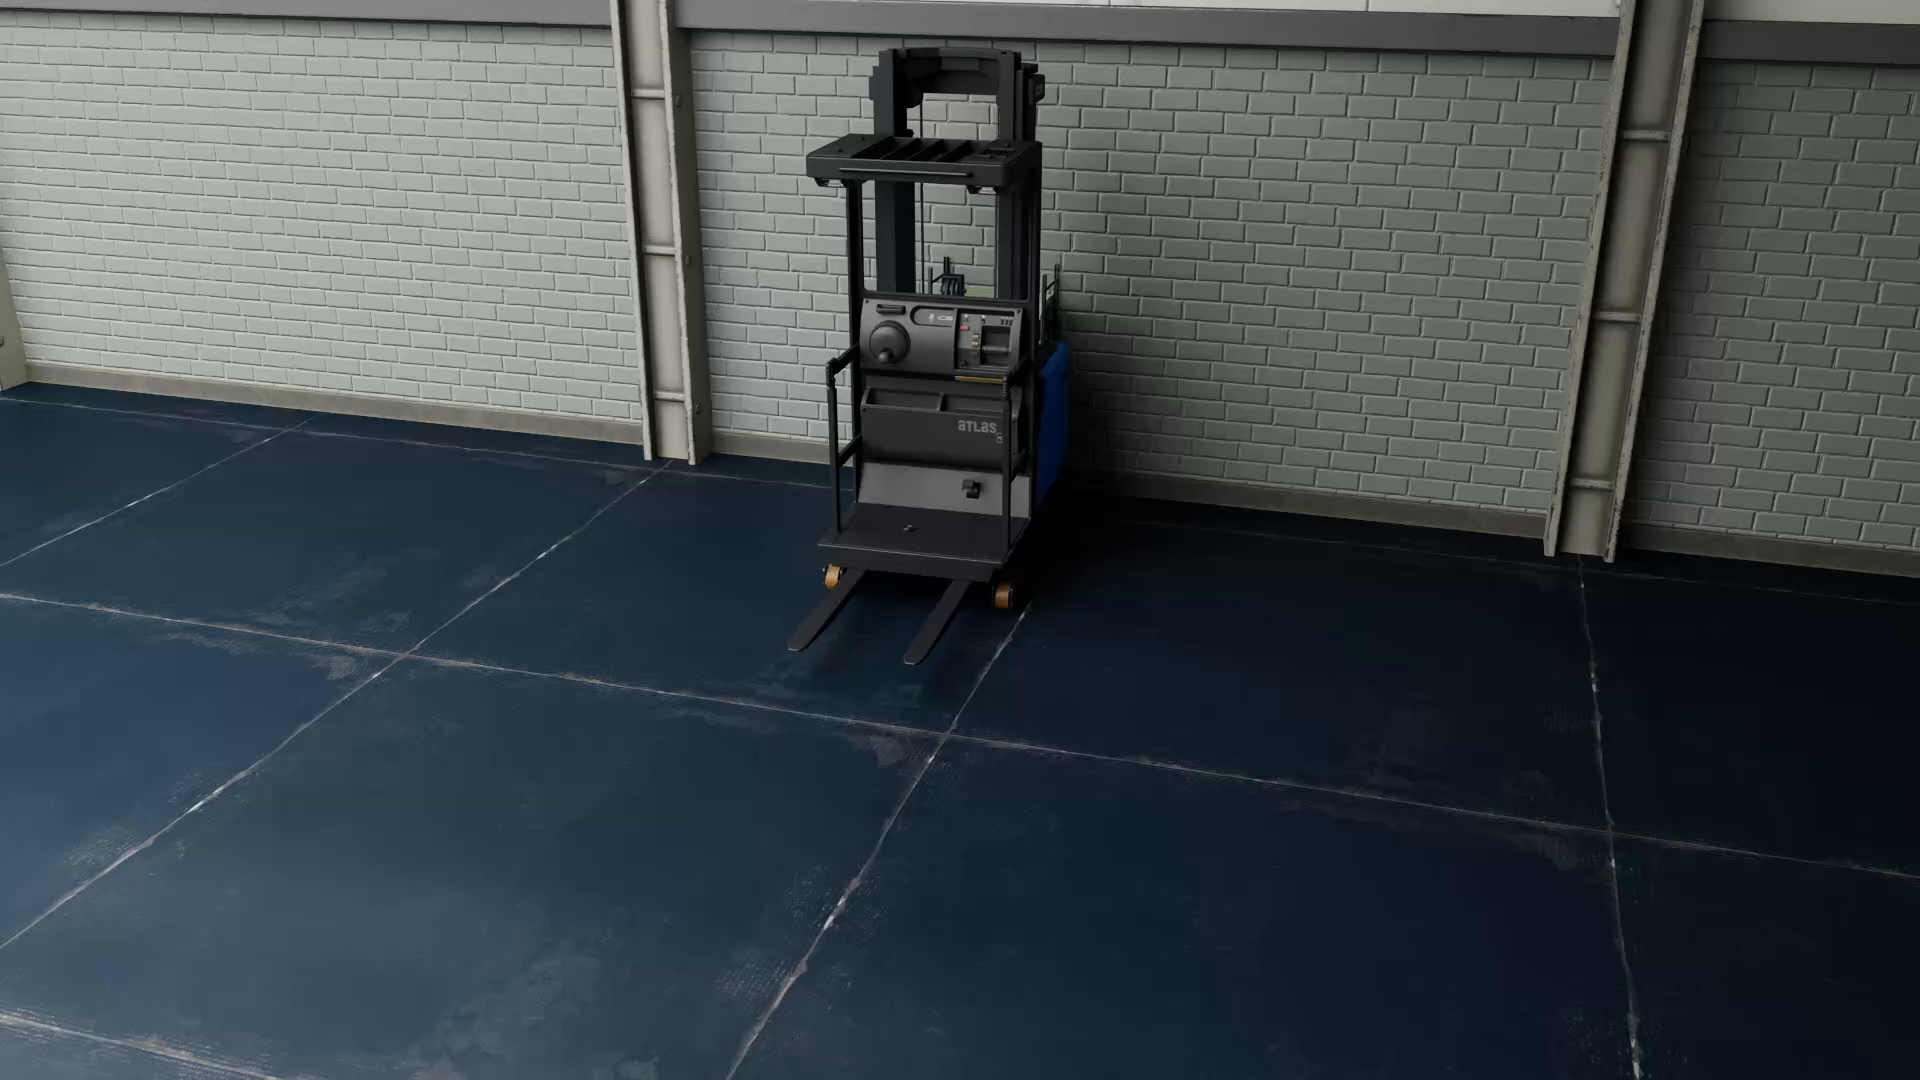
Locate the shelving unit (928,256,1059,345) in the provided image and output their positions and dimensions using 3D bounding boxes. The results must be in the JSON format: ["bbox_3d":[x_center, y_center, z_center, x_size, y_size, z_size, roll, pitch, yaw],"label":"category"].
[{"bbox_3d":[0.206,-1.030,10.755,0.755,1.500,0.431,6,21,14],"label":"shelving unit"}]

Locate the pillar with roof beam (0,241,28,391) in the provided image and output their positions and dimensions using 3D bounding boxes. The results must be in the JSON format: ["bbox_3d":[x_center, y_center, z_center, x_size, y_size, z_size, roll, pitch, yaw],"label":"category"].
[{"bbox_3d":[-8.966,-3.856,7.813,0.400,9.000,9.100,7,23,16],"label":"pillar with roof beam"}]

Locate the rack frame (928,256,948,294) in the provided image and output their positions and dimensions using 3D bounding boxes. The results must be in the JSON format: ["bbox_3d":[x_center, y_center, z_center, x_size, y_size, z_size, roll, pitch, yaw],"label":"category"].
[{"bbox_3d":[-0.148,-1.067,10.843,0.023,1.500,0.400,6,21,14],"label":"rack frame"}]

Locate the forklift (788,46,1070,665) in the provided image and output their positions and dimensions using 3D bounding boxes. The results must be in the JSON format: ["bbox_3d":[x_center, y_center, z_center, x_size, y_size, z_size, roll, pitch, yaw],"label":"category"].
[{"bbox_3d":[-0.159,-1.124,9.149,1.130,2.935,3.031,6,23,13],"label":"forklift"}]

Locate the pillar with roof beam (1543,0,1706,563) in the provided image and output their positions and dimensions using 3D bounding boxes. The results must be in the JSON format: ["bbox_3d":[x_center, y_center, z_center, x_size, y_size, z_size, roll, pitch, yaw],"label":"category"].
[{"bbox_3d":[2.522,-2.541,4.606,0.400,9.000,9.100,7,23,16],"label":"pillar with roof beam"}]

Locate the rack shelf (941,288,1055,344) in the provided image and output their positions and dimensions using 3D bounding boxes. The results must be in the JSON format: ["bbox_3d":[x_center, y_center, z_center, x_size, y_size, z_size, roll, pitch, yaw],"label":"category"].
[{"bbox_3d":[0.211,-1.396,10.620,0.720,0.370,0.431,6,21,14],"label":"rack shelf"}]

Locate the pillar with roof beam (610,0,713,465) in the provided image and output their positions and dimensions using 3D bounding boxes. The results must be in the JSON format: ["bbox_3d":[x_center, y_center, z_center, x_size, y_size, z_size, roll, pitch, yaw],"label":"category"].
[{"bbox_3d":[-3.222,-3.198,6.209,0.400,9.000,9.100,7,23,16],"label":"pillar with roof beam"}]

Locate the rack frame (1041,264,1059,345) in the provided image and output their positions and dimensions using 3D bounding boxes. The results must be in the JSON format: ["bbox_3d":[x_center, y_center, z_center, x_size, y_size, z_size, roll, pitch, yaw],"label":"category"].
[{"bbox_3d":[0.559,-0.993,10.668,0.023,1.500,0.400,6,21,14],"label":"rack frame"}]
